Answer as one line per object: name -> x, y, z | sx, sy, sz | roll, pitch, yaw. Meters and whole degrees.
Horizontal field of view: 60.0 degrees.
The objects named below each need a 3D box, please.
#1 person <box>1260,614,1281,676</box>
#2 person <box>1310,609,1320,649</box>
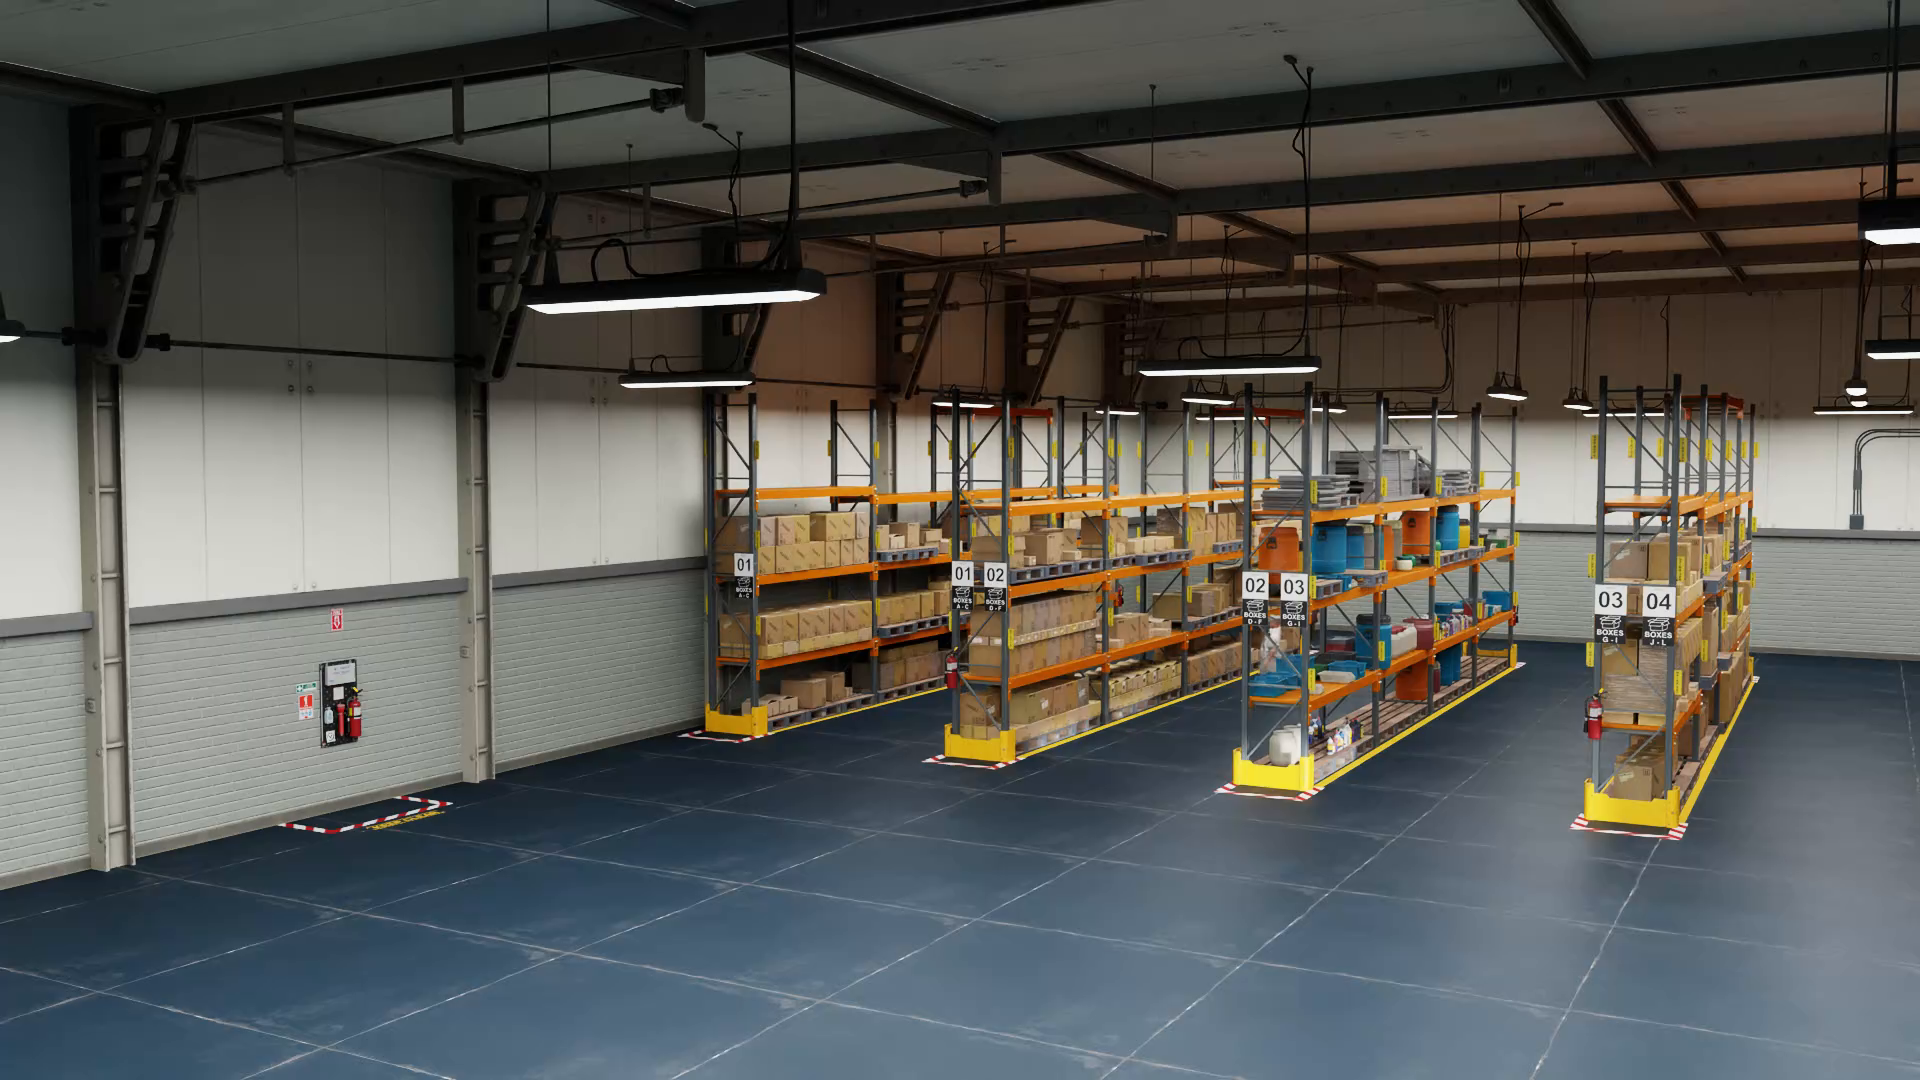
person -> 6.165, 2.351, 32.942 | 0.454, 1.782, 0.648 | 0, 3, -2
person -> 8.786, 1.857, 41.832 | 0.575, 1.800, 0.568 | 1, 3, 17
